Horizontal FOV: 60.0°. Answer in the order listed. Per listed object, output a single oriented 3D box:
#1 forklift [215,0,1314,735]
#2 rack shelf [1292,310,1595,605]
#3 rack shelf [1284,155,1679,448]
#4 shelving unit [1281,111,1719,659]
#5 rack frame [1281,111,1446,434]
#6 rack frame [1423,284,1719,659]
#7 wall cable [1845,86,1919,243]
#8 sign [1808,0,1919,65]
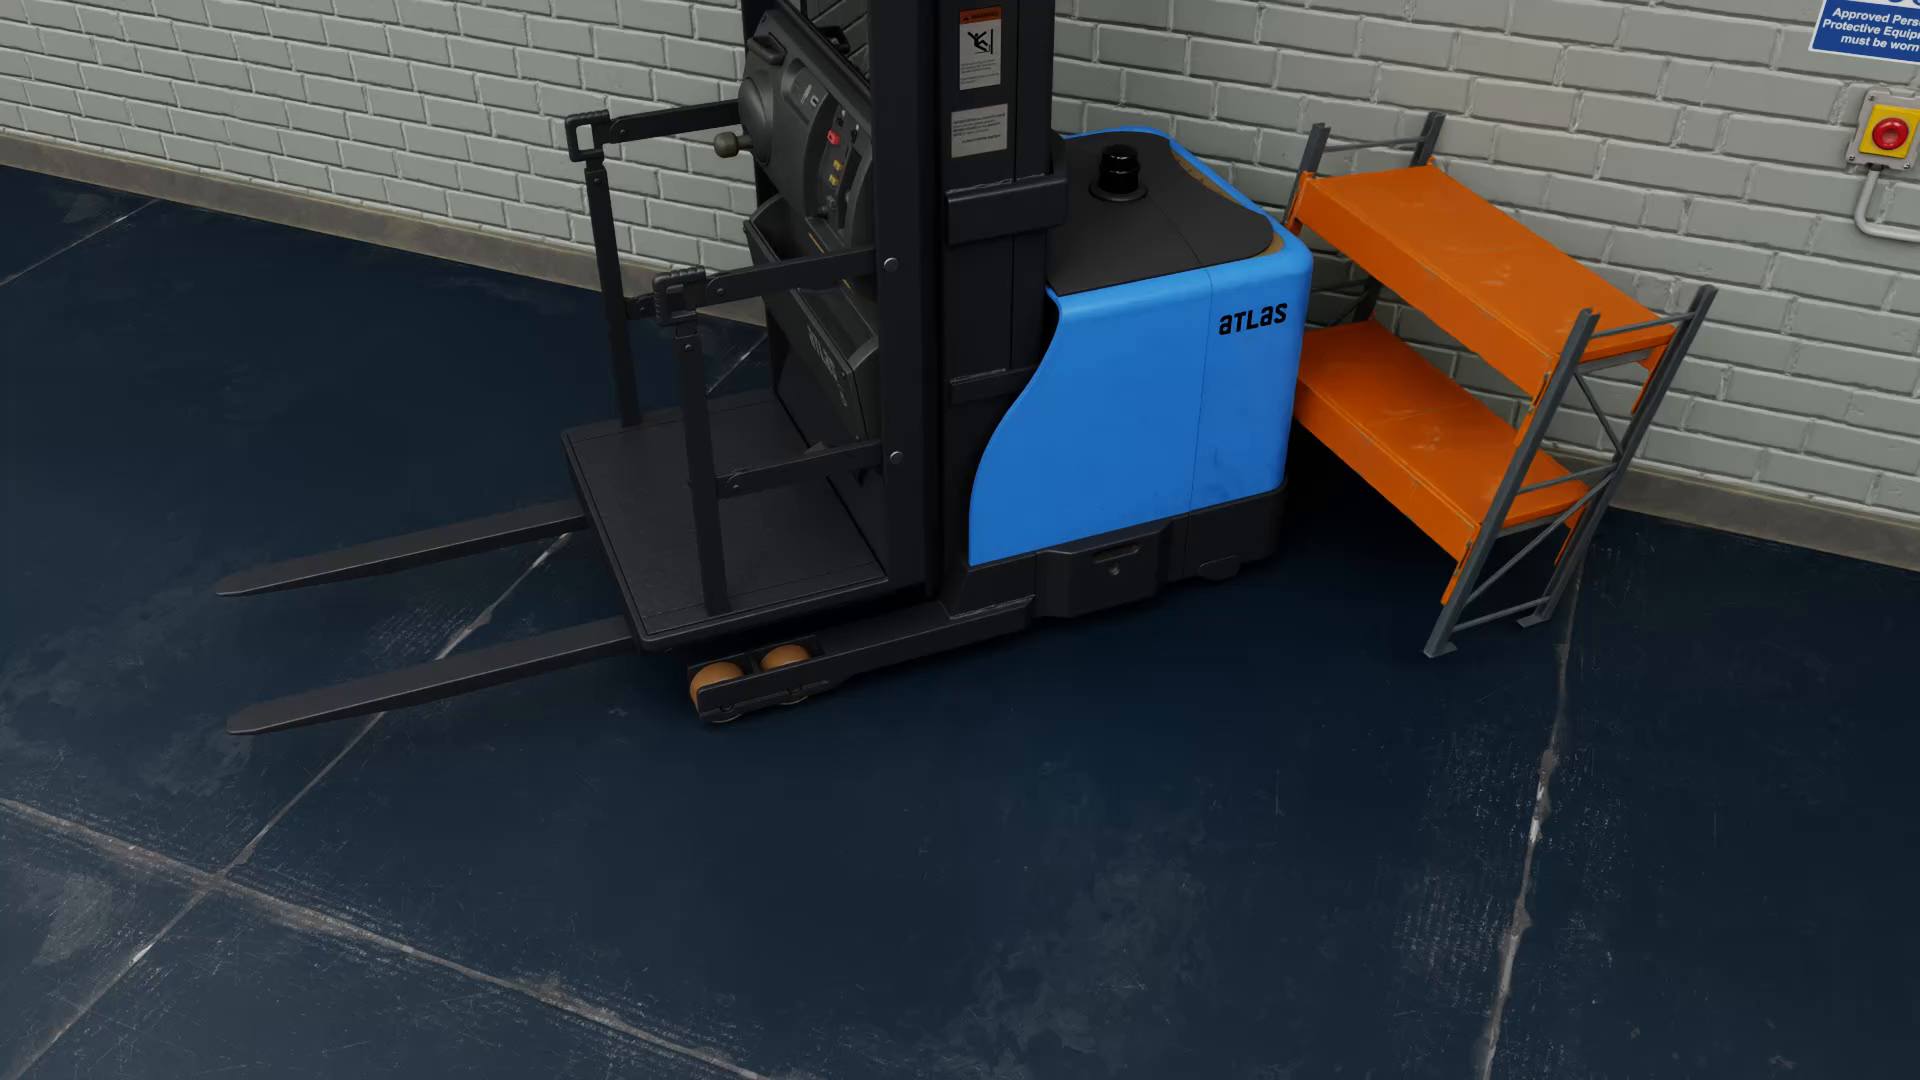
[{"bbox_3d":[-0.584,-1.031,4.182,3.031,2.935,1.130,-14,39,-18],"label":"forklift"},{"bbox_3d":[1.325,-0.275,4.936,0.538,0.278,1.000,-13,44,-30],"label":"rack shelf"},{"bbox_3d":[1.417,-0.692,4.611,0.538,0.278,1.000,-13,44,-30],"label":"rack shelf"},{"bbox_3d":[1.367,-0.465,4.788,0.538,1.125,1.048,-13,44,-30],"label":"shelving unit"},{"bbox_3d":[1.111,-0.769,5.105,0.500,1.125,0.032,-13,44,-30],"label":"rack frame"},{"bbox_3d":[1.623,-0.161,4.471,0.500,1.125,0.032,-13,44,-30],"label":"rack frame"},{"bbox_3d":[2.443,-1.627,4.046,0.585,1.953,0.123,14,39,18],"label":"wall cable"},{"bbox_3d":[2.422,-1.360,4.339,0.327,0.218,0.001,14,39,18],"label":"sign"}]
